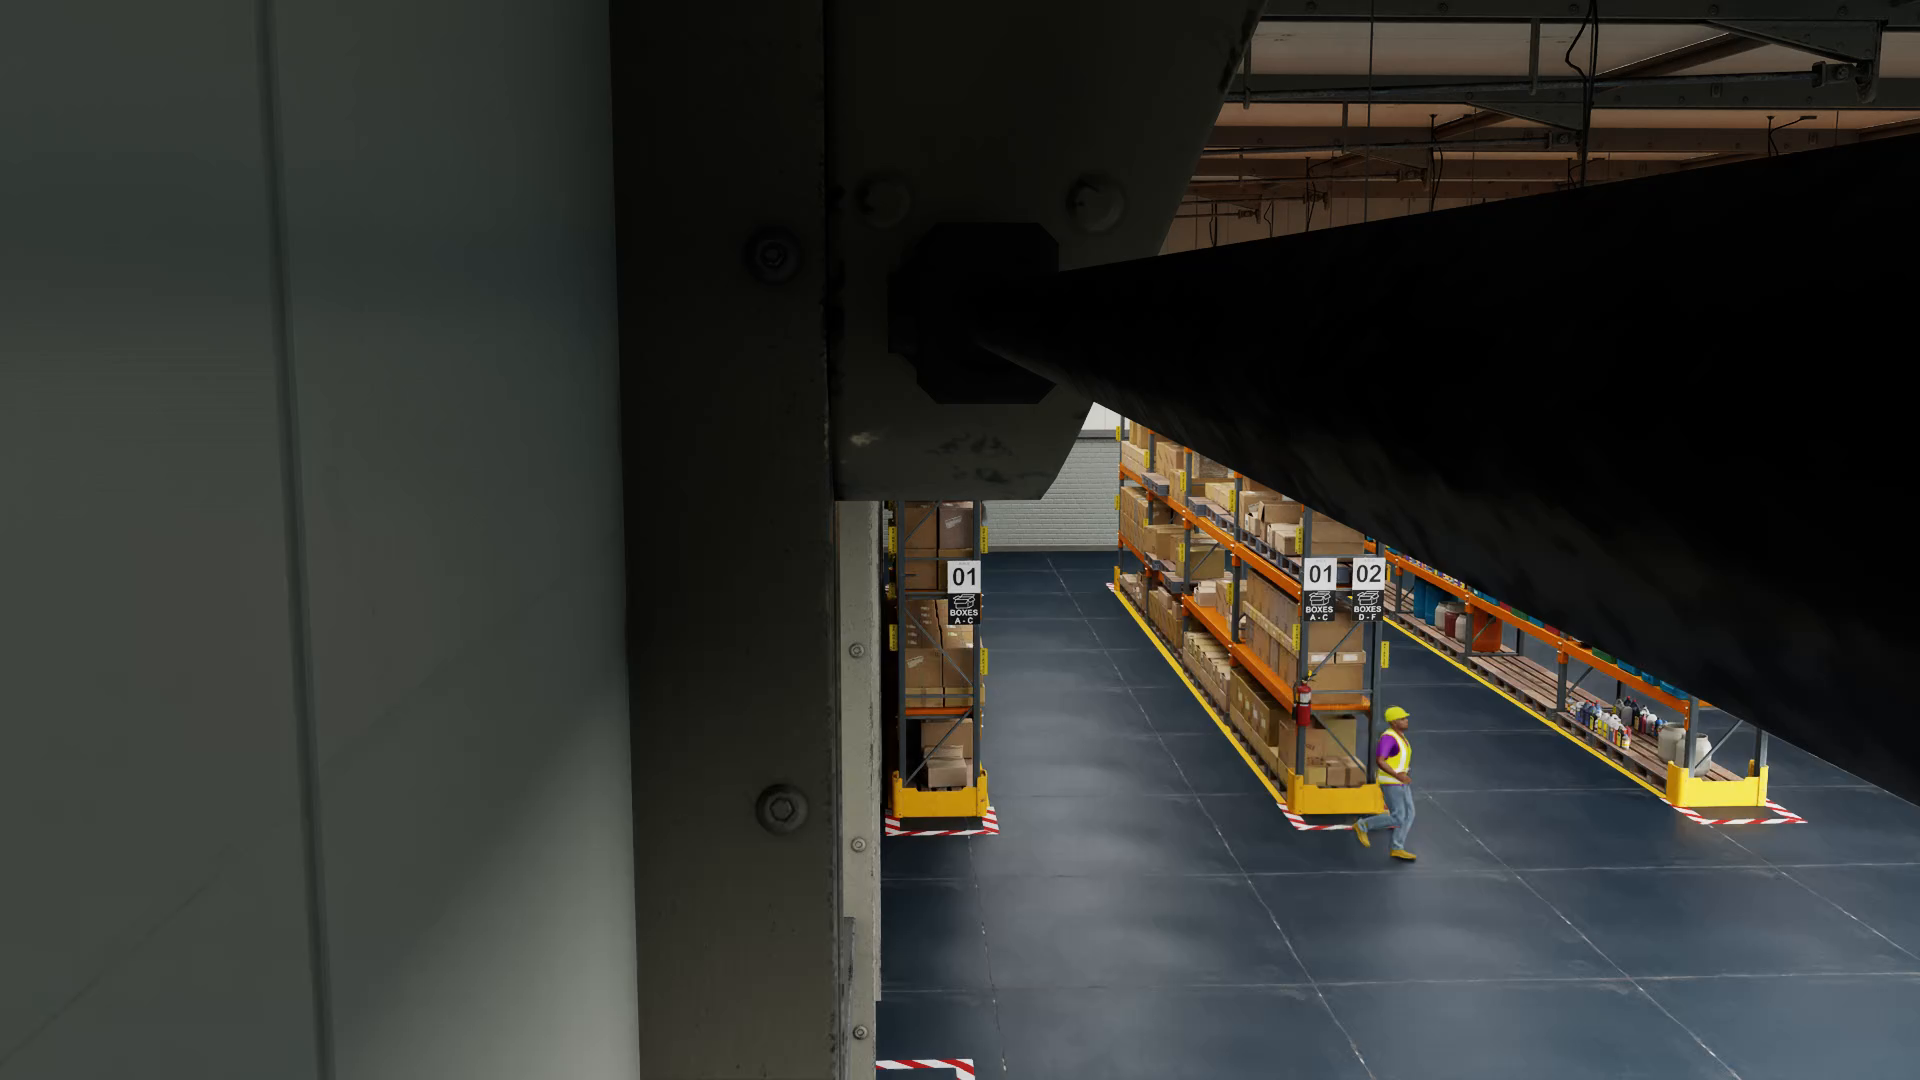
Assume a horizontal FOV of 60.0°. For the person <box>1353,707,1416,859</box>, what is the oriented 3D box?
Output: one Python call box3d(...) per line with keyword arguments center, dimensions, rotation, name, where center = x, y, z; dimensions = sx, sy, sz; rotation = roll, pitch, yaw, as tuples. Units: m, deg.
box3d(center=(4.925, 2.756, 19.057), dimensions=(0.718, 1.724, 0.726), rotation=(4, 9, 28), name="person")
